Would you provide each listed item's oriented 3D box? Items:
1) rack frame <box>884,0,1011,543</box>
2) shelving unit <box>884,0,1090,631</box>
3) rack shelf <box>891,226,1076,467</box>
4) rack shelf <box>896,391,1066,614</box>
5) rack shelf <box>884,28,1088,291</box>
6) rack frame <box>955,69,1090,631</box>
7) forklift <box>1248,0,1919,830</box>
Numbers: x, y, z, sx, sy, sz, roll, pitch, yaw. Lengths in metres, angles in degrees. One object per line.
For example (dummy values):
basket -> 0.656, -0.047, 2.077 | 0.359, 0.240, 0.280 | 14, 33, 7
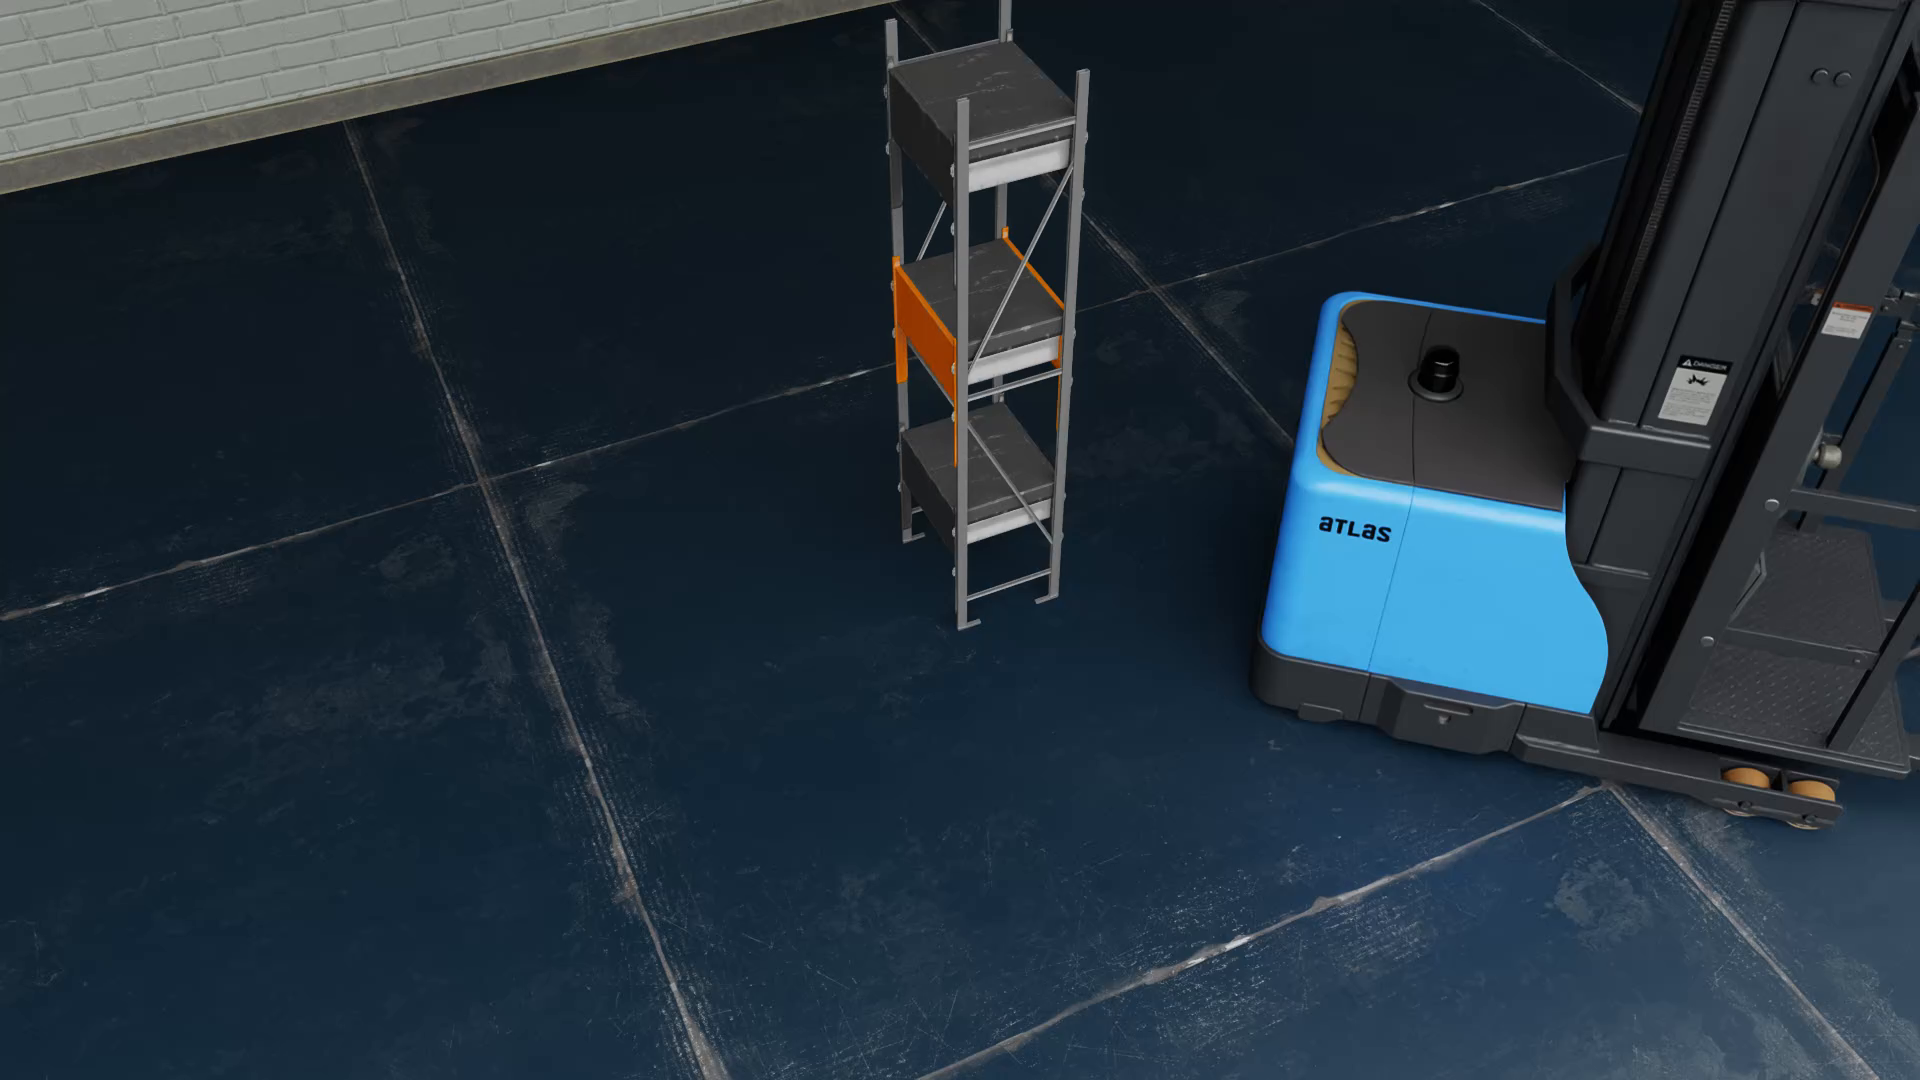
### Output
rack frame -> -0.033, -0.797, 5.563 | 0.400, 2.100, 0.015 | -18, 47, -17
shelving unit -> 0.070, -0.642, 5.406 | 0.431, 2.100, 0.503 | -18, 47, -17
rack shelf -> 0.070, -0.632, 5.415 | 0.431, 0.518, 0.480 | -18, 47, -17
rack shelf -> 0.070, -0.134, 5.907 | 0.431, 0.518, 0.480 | -18, 47, -17
rack shelf -> 0.070, -1.130, 4.924 | 0.431, 0.518, 0.480 | -18, 47, -17
rack frame -> 0.172, -0.486, 5.248 | 0.400, 2.100, 0.015 | -18, 47, -17
forklift -> 2.555, -0.536, 4.706 | 3.031, 2.935, 1.130 | 11, 46, 11
